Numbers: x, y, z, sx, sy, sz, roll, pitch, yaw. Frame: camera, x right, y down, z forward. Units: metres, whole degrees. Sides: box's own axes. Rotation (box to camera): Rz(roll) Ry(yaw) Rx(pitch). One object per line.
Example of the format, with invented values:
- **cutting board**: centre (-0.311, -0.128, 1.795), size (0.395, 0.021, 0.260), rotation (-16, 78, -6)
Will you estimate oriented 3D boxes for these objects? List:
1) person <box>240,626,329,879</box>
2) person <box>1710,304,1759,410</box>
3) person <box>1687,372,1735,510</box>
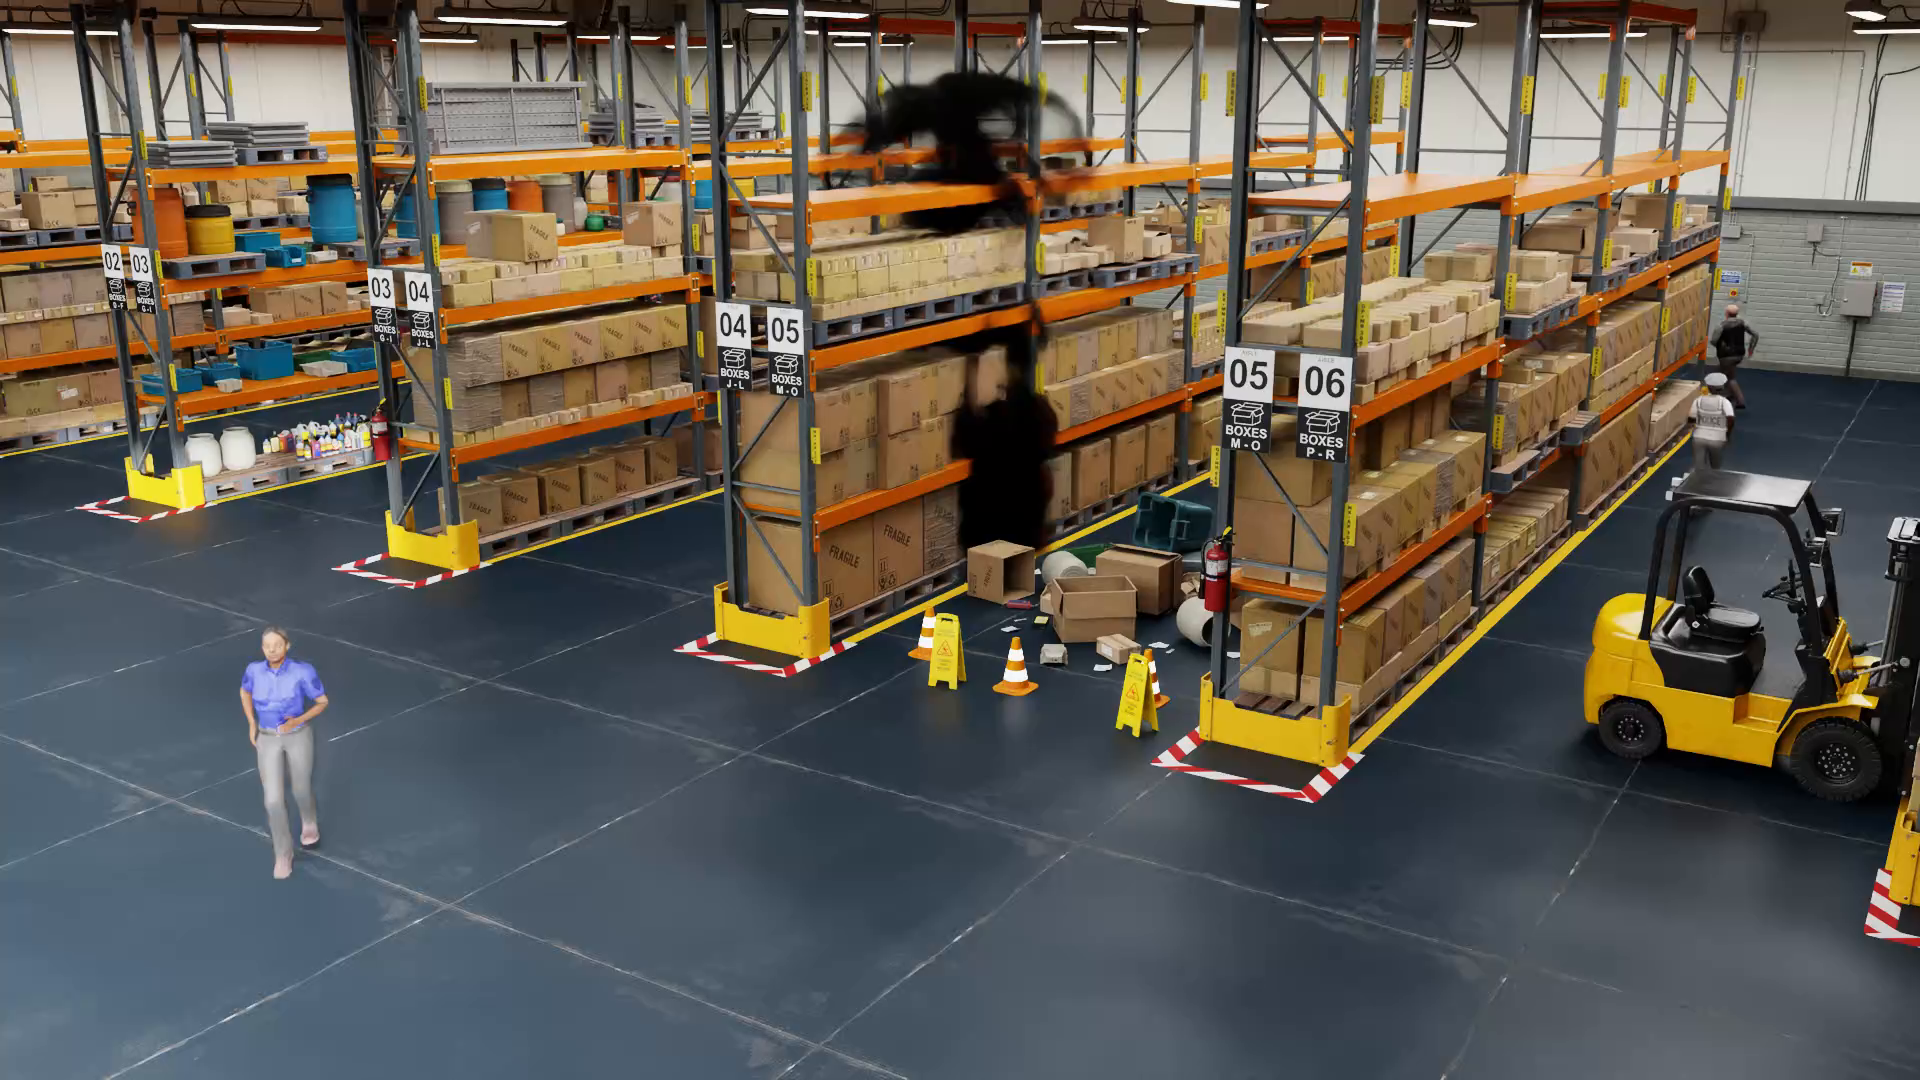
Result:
- **person**: centre (-4.524, 1.396, 11.209), size (0.585, 1.734, 0.687), rotation (-3, 16, -12)
- **person**: centre (12.214, -2.901, 26.452), size (0.644, 1.705, 0.755), rotation (-3, 16, -12)
- **person**: centre (9.115, -1.162, 20.246), size (0.560, 1.753, 0.727), rotation (9, 18, 29)
